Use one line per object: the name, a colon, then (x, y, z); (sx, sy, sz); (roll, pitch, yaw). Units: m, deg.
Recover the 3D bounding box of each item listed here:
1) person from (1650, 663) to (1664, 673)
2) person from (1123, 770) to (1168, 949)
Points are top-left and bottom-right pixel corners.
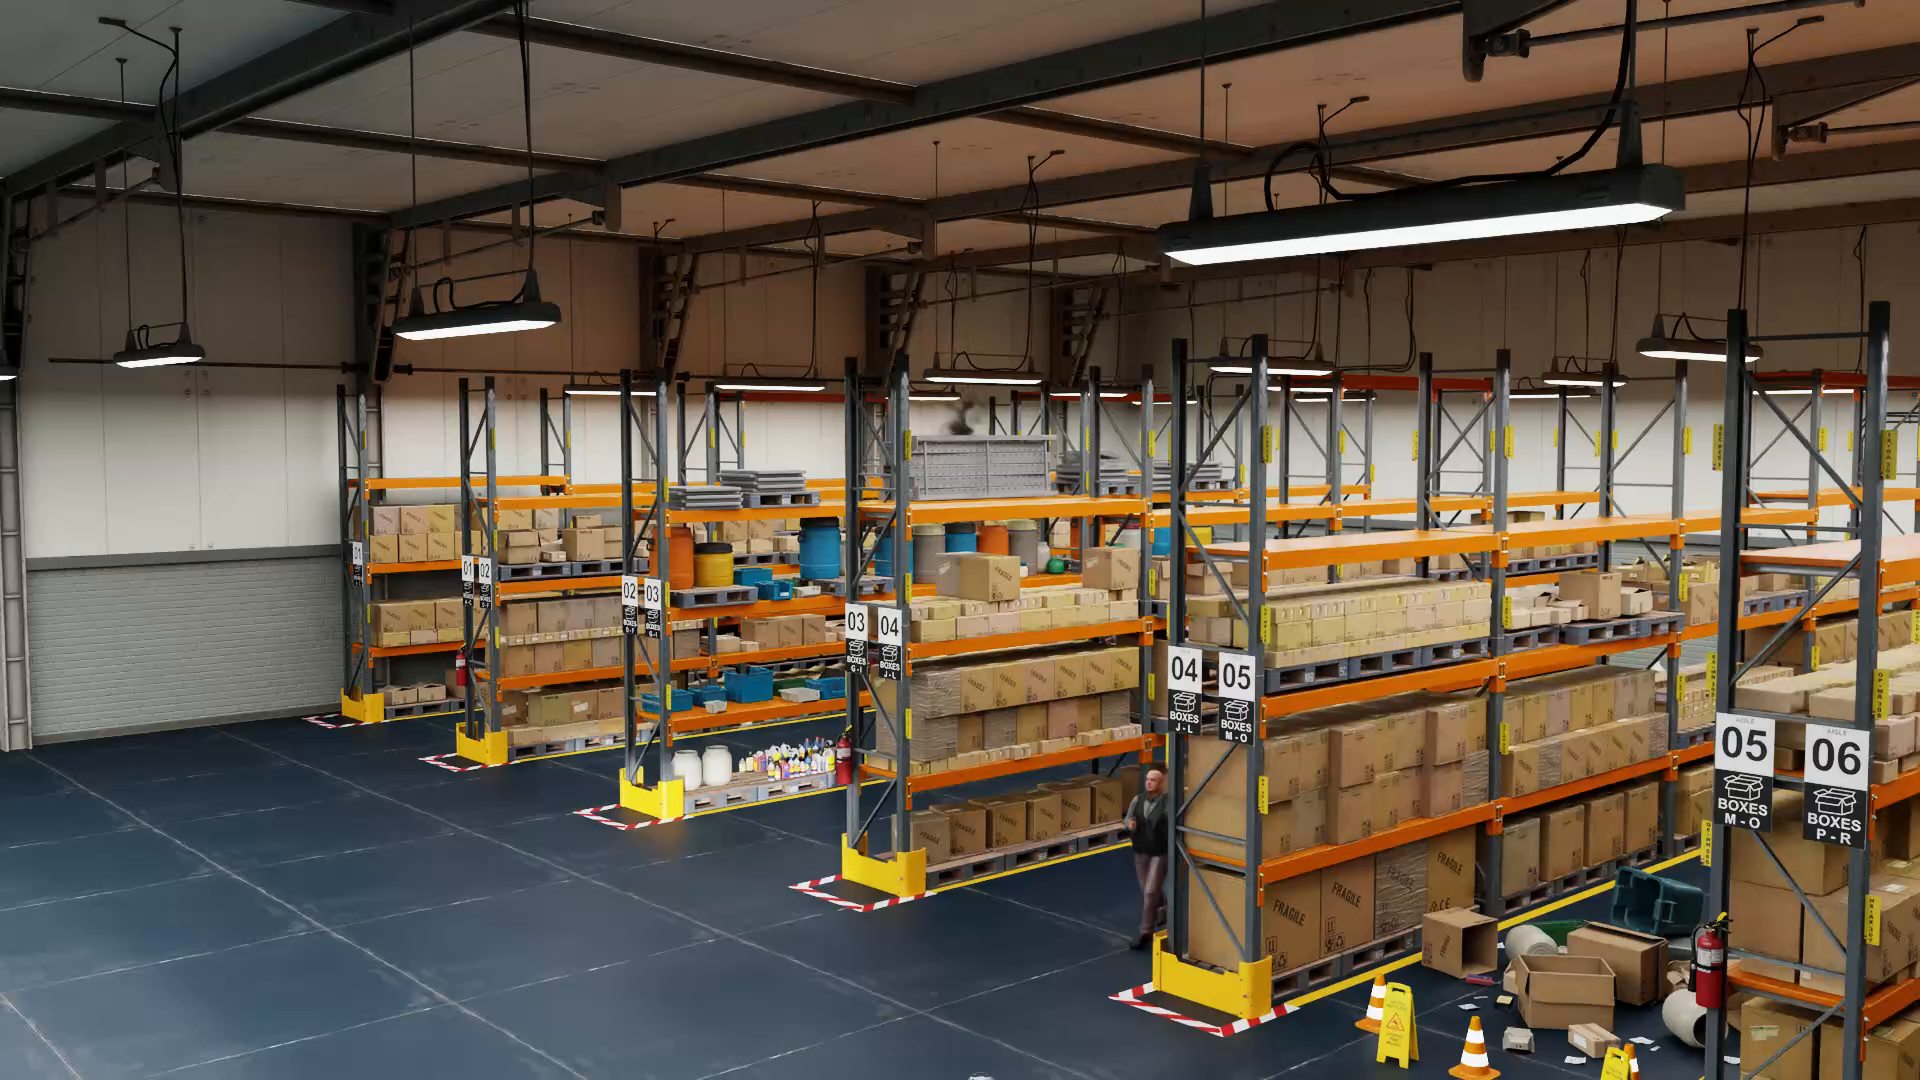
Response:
person: (10.215, 2.679, 24.389); (0.679, 1.781, 1.018); (4, 5, 44)
person: (1.954, 3.178, 16.810); (0.655, 1.707, 0.969); (3, 5, 38)
